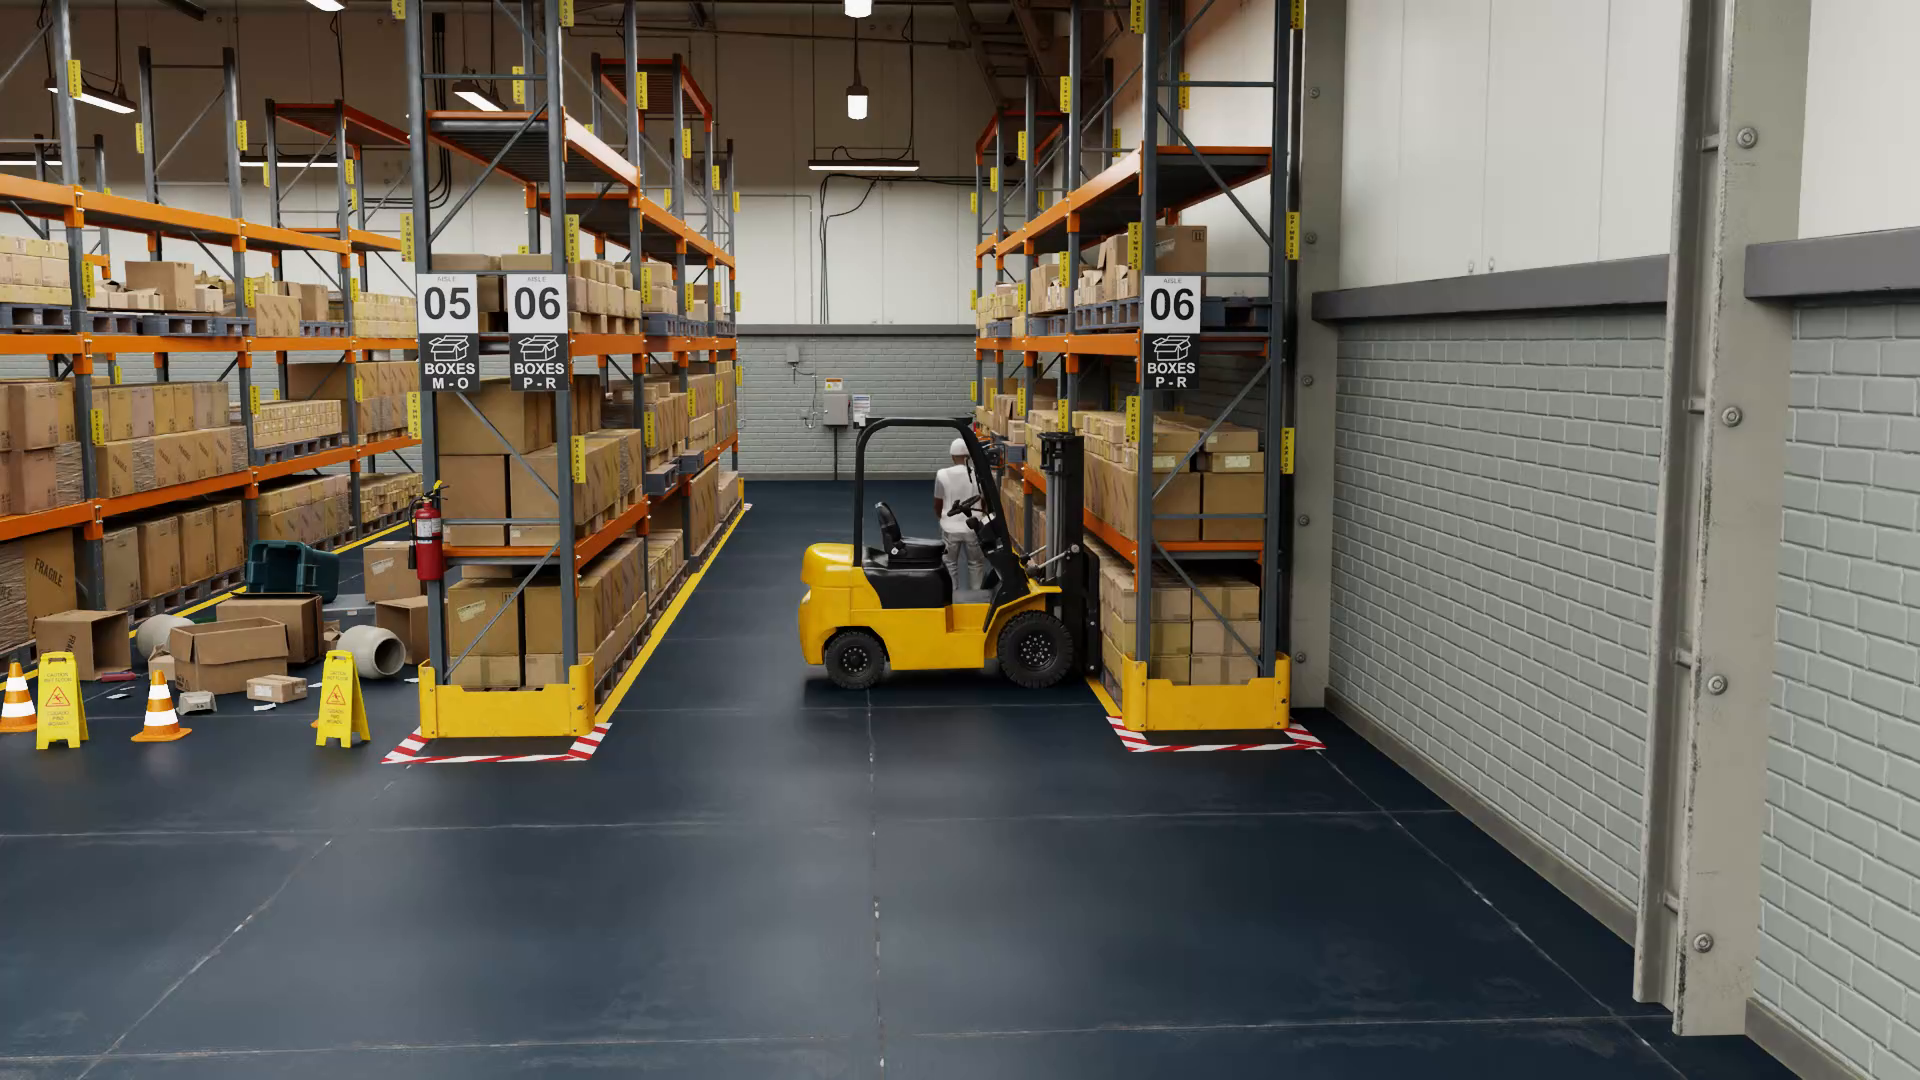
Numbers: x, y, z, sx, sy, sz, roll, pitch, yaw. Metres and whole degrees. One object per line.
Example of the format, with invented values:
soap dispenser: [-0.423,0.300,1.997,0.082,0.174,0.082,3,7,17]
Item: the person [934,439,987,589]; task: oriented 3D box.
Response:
person: [0.011,-0.121,16.672,0.555,1.785,0.469,-1,7,-5]
